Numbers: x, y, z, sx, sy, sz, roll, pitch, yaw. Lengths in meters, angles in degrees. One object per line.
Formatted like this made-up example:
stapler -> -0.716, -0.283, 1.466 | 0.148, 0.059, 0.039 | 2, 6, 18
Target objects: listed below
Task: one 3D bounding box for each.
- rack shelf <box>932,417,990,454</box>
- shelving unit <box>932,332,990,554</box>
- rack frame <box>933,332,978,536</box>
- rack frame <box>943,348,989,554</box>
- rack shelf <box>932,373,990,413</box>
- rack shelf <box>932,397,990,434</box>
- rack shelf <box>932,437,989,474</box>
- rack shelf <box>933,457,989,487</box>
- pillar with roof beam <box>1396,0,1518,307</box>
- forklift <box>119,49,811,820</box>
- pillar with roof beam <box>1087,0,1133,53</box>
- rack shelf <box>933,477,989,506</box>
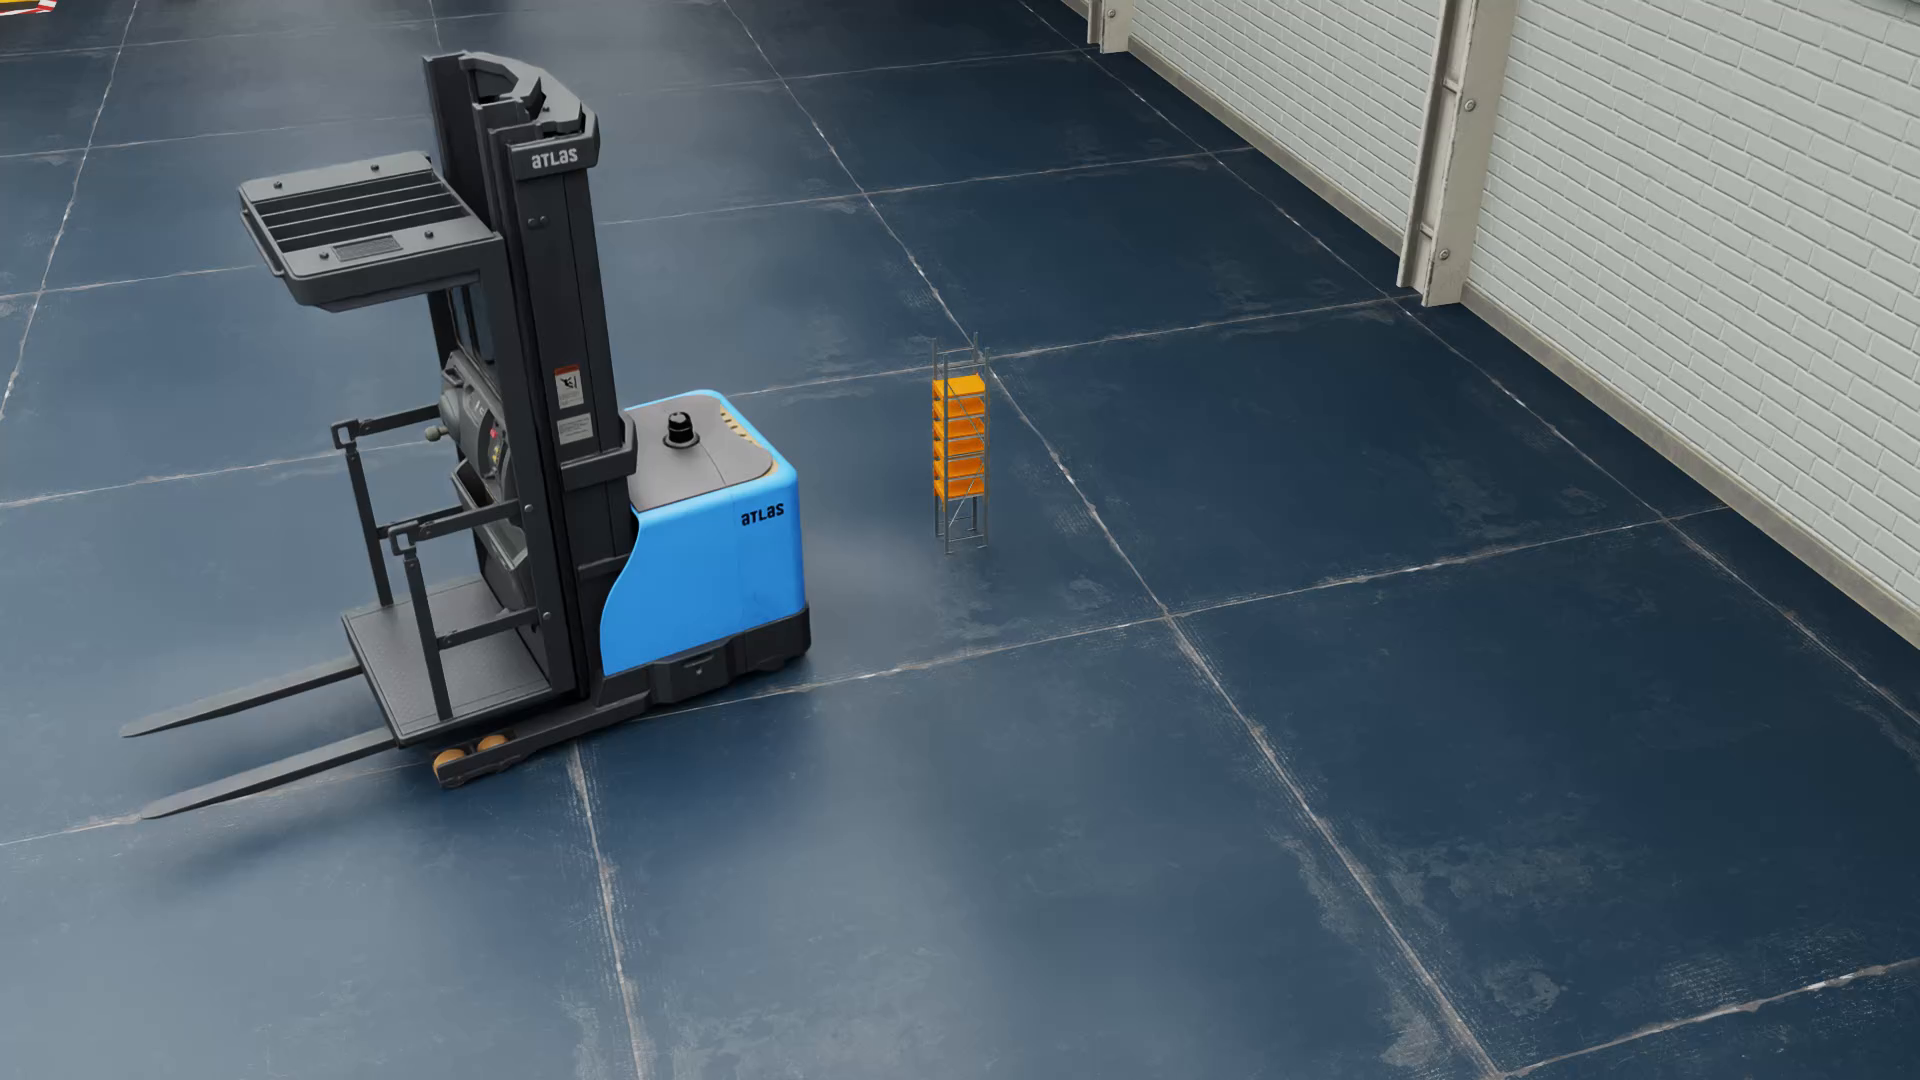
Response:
rack shelf -> 0.004, -0.556, 8.686 | 0.258, 0.103, 0.180 | -10, 35, -15
shelving unit -> 0.004, -0.493, 8.727 | 0.258, 1.200, 0.189 | -10, 35, -15
rack frame -> -0.023, -0.541, 8.800 | 0.240, 1.200, 0.006 | -10, 35, -15
rack frame -> 0.032, -0.445, 8.654 | 0.240, 1.200, 0.006 | -10, 35, -15
rack shelf -> 0.004, -0.756, 8.553 | 0.258, 0.103, 0.180 | -10, 35, -15
rack shelf -> 0.004, -0.656, 8.619 | 0.258, 0.103, 0.180 | -10, 35, -15
rack shelf -> 0.004, -0.456, 8.752 | 0.258, 0.103, 0.180 | -10, 35, -15
rack shelf -> 0.004, -0.356, 8.818 | 0.258, 0.103, 0.180 | -10, 35, -15
pillar with roof beam -> -0.795, -4.772, 8.129 | 9.100, 9.000, 0.400 | -10, 35, -15
forklift -> -2.264, -0.458, 7.104 | 3.031, 2.935, 1.130 | -18, 37, -25
pillar with roof beam -> -2.625, -7.922, 12.896 | 9.100, 9.000, 0.400 | -10, 35, -15
rack shelf -> 0.004, -0.256, 8.884 | 0.258, 0.103, 0.180 | -10, 35, -15
